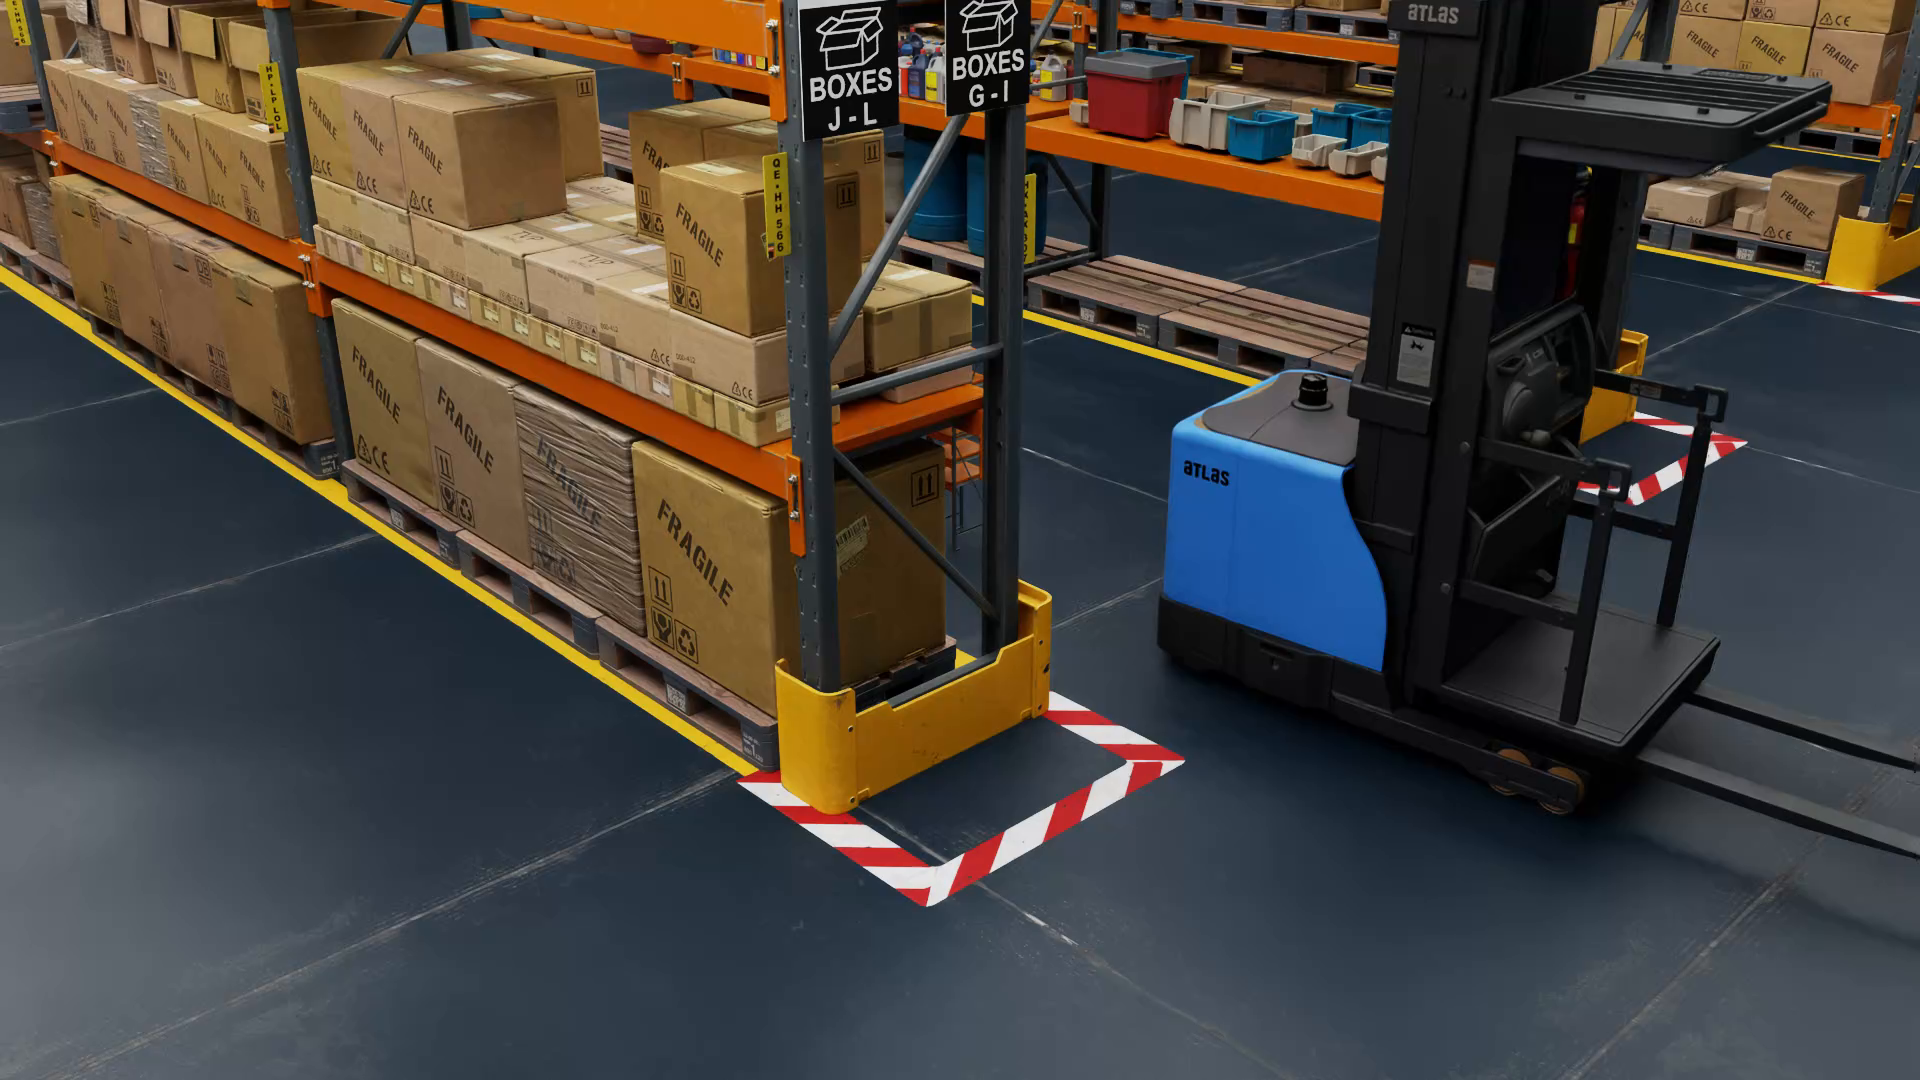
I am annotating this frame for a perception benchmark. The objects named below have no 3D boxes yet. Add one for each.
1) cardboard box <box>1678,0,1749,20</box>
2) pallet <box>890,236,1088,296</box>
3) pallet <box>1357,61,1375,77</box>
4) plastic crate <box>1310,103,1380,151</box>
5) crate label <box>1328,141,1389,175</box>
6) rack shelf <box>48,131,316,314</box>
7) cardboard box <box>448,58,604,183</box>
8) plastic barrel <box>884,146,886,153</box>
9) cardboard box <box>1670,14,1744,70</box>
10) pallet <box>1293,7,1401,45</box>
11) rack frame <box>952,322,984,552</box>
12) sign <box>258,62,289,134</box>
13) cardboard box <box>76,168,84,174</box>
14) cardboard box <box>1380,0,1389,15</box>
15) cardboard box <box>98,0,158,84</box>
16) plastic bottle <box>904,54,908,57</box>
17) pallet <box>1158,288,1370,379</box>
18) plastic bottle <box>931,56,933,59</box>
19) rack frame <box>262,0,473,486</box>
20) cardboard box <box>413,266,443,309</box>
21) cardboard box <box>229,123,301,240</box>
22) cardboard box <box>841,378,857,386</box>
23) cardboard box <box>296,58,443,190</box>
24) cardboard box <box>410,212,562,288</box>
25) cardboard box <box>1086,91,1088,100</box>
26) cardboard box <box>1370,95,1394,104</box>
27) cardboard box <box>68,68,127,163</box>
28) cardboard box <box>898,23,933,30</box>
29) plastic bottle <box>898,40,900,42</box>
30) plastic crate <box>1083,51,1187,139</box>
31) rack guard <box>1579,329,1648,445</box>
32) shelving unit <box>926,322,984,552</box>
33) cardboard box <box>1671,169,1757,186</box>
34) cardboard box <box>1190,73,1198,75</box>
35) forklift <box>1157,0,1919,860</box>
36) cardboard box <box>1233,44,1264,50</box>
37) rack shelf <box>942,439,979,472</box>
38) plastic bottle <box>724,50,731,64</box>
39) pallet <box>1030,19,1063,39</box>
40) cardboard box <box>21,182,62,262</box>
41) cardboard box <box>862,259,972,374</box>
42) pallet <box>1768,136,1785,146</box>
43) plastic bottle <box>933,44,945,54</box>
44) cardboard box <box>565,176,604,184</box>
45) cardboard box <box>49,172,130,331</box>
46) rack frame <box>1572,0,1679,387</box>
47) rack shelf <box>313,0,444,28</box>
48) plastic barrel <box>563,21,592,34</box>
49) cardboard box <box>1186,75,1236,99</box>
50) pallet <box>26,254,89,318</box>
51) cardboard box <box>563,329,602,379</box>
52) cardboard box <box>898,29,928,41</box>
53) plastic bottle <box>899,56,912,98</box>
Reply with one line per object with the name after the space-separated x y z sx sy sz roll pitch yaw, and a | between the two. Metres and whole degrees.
5.853 -4.252 12.631 0.500 0.500 0.500 -20 31 -37 | cardboard box
0.212 -2.171 12.754 1.003 0.211 1.213 -21 32 -38 | pallet
4.674 -6.185 21.552 1.003 0.211 1.213 -21 32 -38 | pallet
2.410 -2.591 10.445 0.416 0.233 0.300 -21 32 -38 | plastic crate
2.358 -2.254 9.823 0.396 0.136 0.243 -21 32 -38 | crate label
-4.273 -2.067 10.034 1.077 0.370 4.000 -21 32 -38 | rack shelf
-2.057 -1.981 7.896 0.500 0.500 0.500 -21 32 -38 | cardboard box
-0.906 -3.014 13.642 0.600 0.588 0.708 -21 32 -38 | plastic barrel
5.863 -3.799 12.842 0.500 0.500 0.500 -21 32 -38 | cardboard box
3.861 -4.783 15.353 1.003 0.211 1.213 -21 32 -38 | pallet
0.053 -0.523 7.950 0.240 1.200 0.006 -21 32 -38 | rack frame
-3.295 -2.122 7.989 0.100 0.325 0.005 -21 32 -38 | sign
-6.120 -2.599 11.911 0.500 0.250 0.500 -20 31 -36 | cardboard box
4.167 -5.041 15.060 0.500 0.500 0.700 12 27 25 | cardboard box
-4.709 -3.078 10.054 0.797 0.503 0.637 -20 31 -37 | cardboard box
-0.404 -3.508 12.481 0.097 0.271 0.097 0 25 0 | plastic bottle
2.078 -1.344 10.941 1.003 0.211 1.213 -21 32 -38 | pallet
-0.199 -3.661 12.901 0.097 0.201 0.097 0 25 0 | plastic bottle
-2.906 -1.789 8.557 1.000 3.000 0.127 -21 32 -38 | rack frame
-2.231 -1.175 7.513 0.380 0.149 0.250 -22 32 -39 | cardboard box
-3.425 -1.898 8.677 0.500 0.500 0.500 -21 32 -38 | cardboard box
-0.350 -0.741 6.563 0.380 0.149 0.250 -22 32 -39 | cardboard box
-2.765 -1.979 7.893 0.500 0.500 0.500 -21 32 -38 | cardboard box
-2.082 -1.332 7.377 0.500 0.250 0.500 -20 31 -37 | cardboard box
1.056 -4.840 18.052 0.500 0.250 0.500 -20 31 -37 | cardboard box
4.175 -3.876 15.615 0.500 0.500 0.500 22 33 39 | cardboard box
-5.152 -2.666 10.359 0.500 0.500 0.500 -22 33 -40 | cardboard box
-0.654 -6.175 20.304 0.500 0.311 0.500 -21 32 -38 | cardboard box
-0.577 -3.975 13.409 0.144 0.351 0.185 -21 32 -38 | plastic bottle
1.137 -2.908 10.862 0.402 0.464 0.583 -21 32 -38 | plastic crate
3.469 -0.841 9.491 1.175 0.500 0.348 -21 32 -38 | rack guard
-0.010 -0.550 8.011 0.258 1.200 0.189 -21 32 -38 | shelving unit
6.214 -2.883 13.739 0.500 0.250 0.500 -21 32 -38 | cardboard box
2.404 -4.656 17.323 0.500 0.500 0.500 -20 31 -37 | cardboard box
2.293 -0.583 5.996 3.031 2.935 1.130 19 31 36 | forklift
4.049 -6.814 22.054 0.700 0.500 0.500 -21 32 -39 | cardboard box
-0.010 -0.401 8.079 0.258 0.103 0.180 -21 32 -38 | rack shelf
-1.905 -4.081 13.737 0.097 0.271 0.097 0 25 0 | plastic bottle
1.150 -7.722 24.923 1.003 0.211 1.213 -21 32 -38 | pallet
-6.501 -2.425 12.434 0.500 0.500 0.700 21 32 38 | cardboard box
-0.303 -0.866 6.356 0.500 0.250 0.500 -22 33 -40 | cardboard box
8.404 -4.483 17.822 1.003 0.211 1.213 -21 32 -38 | pallet
-0.120 -3.736 12.976 0.152 0.276 0.135 -21 32 -38 | plastic bottle
-2.057 -1.640 8.054 0.500 0.250 0.500 -20 31 -37 | cardboard box
-5.184 -2.010 11.096 0.875 0.875 1.225 22 32 39 | cardboard box
3.443 -1.982 8.980 1.000 3.000 0.127 -21 32 -38 | rack frame
-6.126 -5.896 18.427 1.077 0.370 4.000 -21 32 -38 | rack shelf
-3.468 -4.974 15.375 0.433 0.535 0.433 0 25 0 | plastic barrel
2.397 -4.343 16.638 0.500 0.500 0.500 -22 32 -39 | cardboard box
-6.173 -1.969 12.312 1.003 0.211 1.213 -21 32 -38 | pallet
-1.355 -0.786 6.661 0.380 0.149 0.250 -22 33 -40 | cardboard box
-0.701 -5.868 19.629 0.500 0.311 0.500 -22 32 -39 | cardboard box
-0.390 -3.428 12.301 0.152 0.276 0.135 -21 32 -38 | plastic bottle
